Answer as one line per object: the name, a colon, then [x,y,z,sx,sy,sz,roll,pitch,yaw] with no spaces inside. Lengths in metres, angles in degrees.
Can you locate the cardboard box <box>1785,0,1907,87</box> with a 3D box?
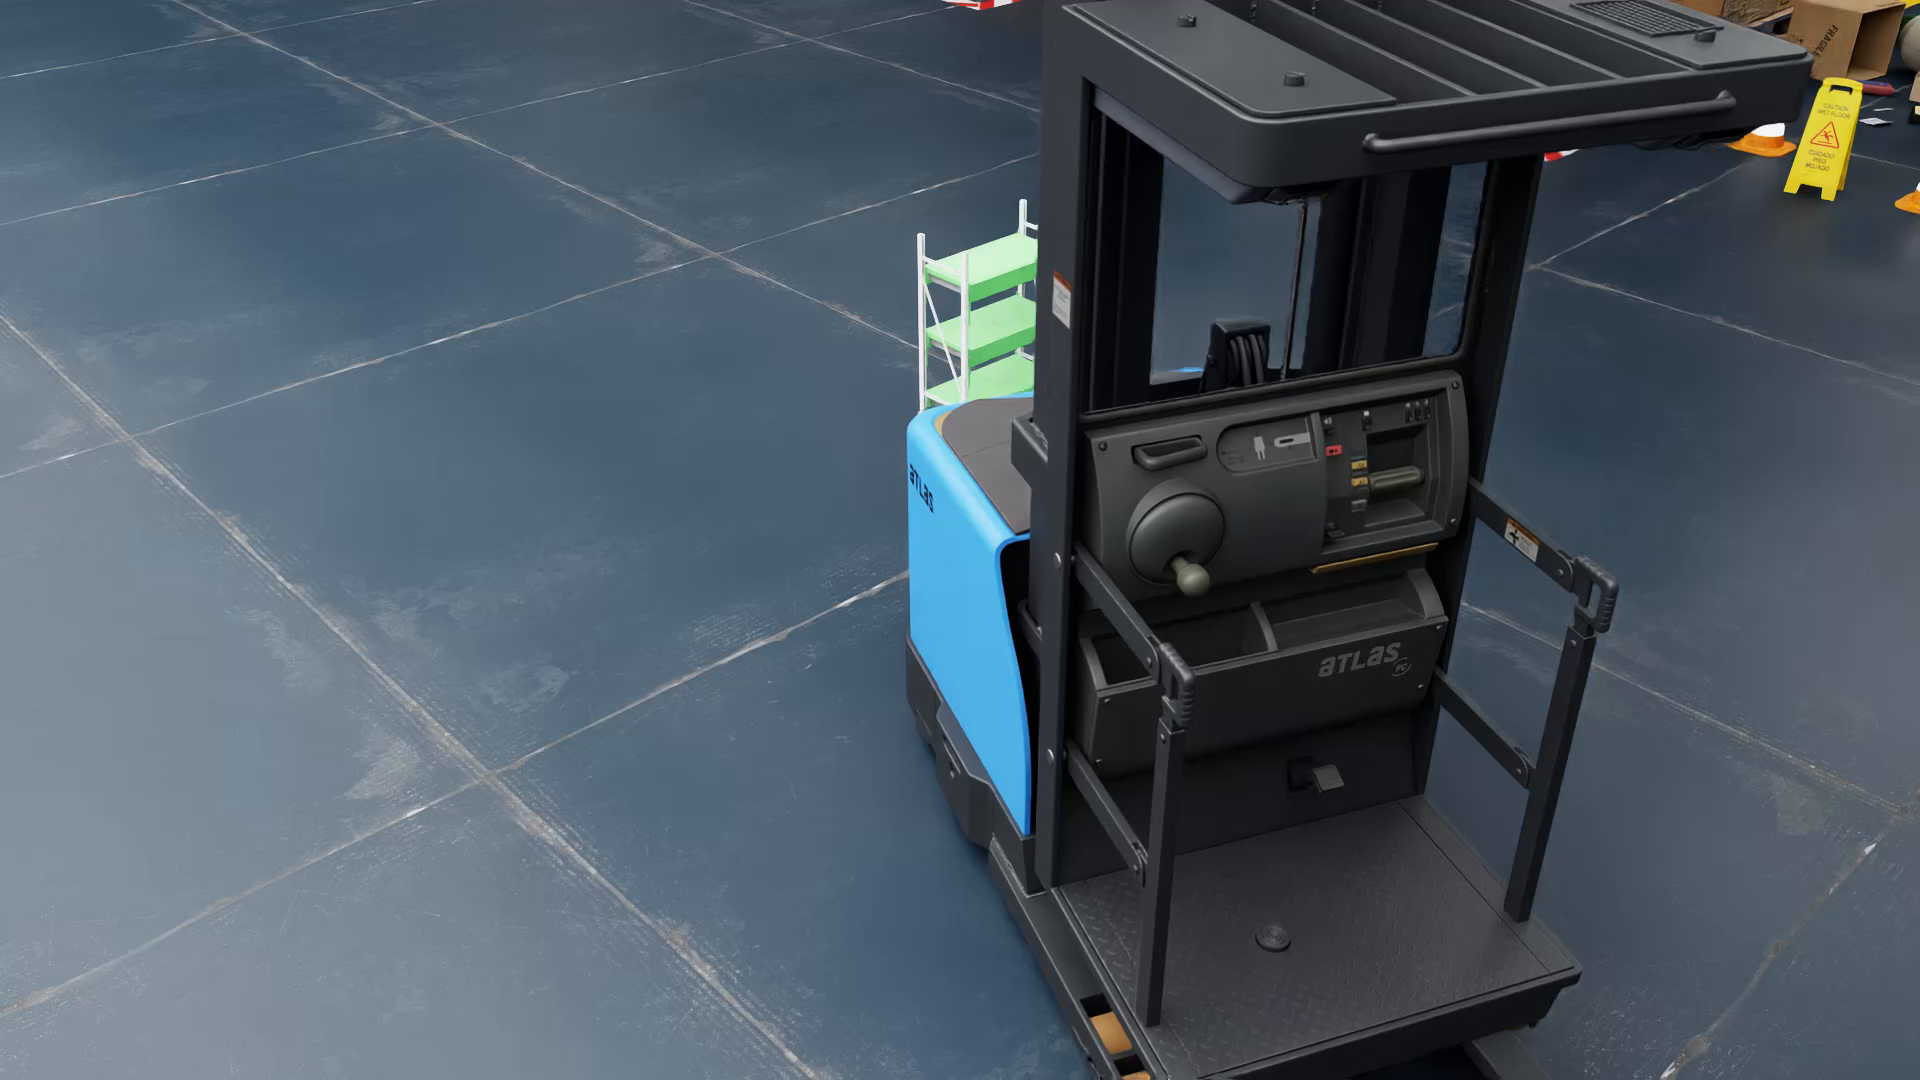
cardboard box: [6.052,-3.455,11.418,0.500,0.500,0.500,-19,36,-28]

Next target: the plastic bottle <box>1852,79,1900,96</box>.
plastic bottle: [6.140,-3.027,11.141,0.283,0.061,0.133,15,34,23]

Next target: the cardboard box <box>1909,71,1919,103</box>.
cardboard box: [6.484,-2.983,10.873,0.258,0.266,0.396,-19,36,-28]

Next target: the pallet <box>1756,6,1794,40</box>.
pallet: [5.881,-4.034,12.644,1.213,0.211,1.003,-26,40,-35]

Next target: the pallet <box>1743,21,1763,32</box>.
pallet: [4.987,-3.599,11.933,1.213,0.211,1.003,-26,40,-35]

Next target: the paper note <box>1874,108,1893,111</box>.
paper note: [6.011,-2.802,10.823,0.123,0.001,0.032,-7,32,-11]

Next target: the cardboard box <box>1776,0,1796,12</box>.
cardboard box: [5.983,-4.540,12.433,0.875,0.875,0.875,-25,39,-35]

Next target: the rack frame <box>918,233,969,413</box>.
rack frame: [-0.058,-0.484,5.891,0.015,1.200,0.240,-26,40,-35]

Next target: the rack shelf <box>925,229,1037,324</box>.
rack shelf: [0.121,-0.926,5.816,0.480,0.148,0.258,-26,40,-35]

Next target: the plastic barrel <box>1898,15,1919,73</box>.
plastic barrel: [6.703,-3.375,11.363,0.421,0.421,0.512,-1,31,-2]

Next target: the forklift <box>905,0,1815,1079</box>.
forklift: [0.802,-0.072,3.558,1.130,2.935,3.031,-11,33,-17]

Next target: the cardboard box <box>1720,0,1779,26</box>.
cardboard box: [5.325,-4.218,11.908,0.875,0.875,0.875,-25,40,-35]

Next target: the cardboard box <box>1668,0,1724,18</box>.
cardboard box: [4.655,-3.896,11.380,0.875,0.875,0.875,-27,40,-36]

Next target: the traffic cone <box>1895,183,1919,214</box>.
traffic cone: [5.433,-2.054,9.166,0.334,0.463,0.336,-26,40,-35]

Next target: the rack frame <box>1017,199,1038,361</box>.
rack frame: [0.300,-0.657,6.175,0.015,1.200,0.240,-26,40,-35]

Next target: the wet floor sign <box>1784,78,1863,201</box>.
wet floor sign: [4.884,-2.272,9.348,0.267,0.644,0.232,22,37,31]

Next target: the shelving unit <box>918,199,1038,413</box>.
shelving unit: [0.121,-0.571,6.033,0.503,1.200,0.258,-26,40,-35]

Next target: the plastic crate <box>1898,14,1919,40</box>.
plastic crate: [7.256,-3.725,12.107,0.662,0.188,0.450,-7,22,-11]

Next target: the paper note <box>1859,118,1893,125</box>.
paper note: [5.833,-2.669,10.587,0.142,0.017,0.144,-12,34,-19]

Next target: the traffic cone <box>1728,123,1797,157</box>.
traffic cone: [4.914,-2.607,10.070,0.334,0.463,0.336,-26,40,-35]

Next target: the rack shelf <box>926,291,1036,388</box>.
rack shelf: [0.121,-0.721,5.941,0.480,0.148,0.258,-26,40,-35]

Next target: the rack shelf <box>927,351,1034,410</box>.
rack shelf: [0.121,-0.516,6.066,0.480,0.148,0.258,-26,40,-35]

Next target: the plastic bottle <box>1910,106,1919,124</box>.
plastic bottle: [6.170,-2.729,10.655,0.133,0.061,0.283,15,34,23]
